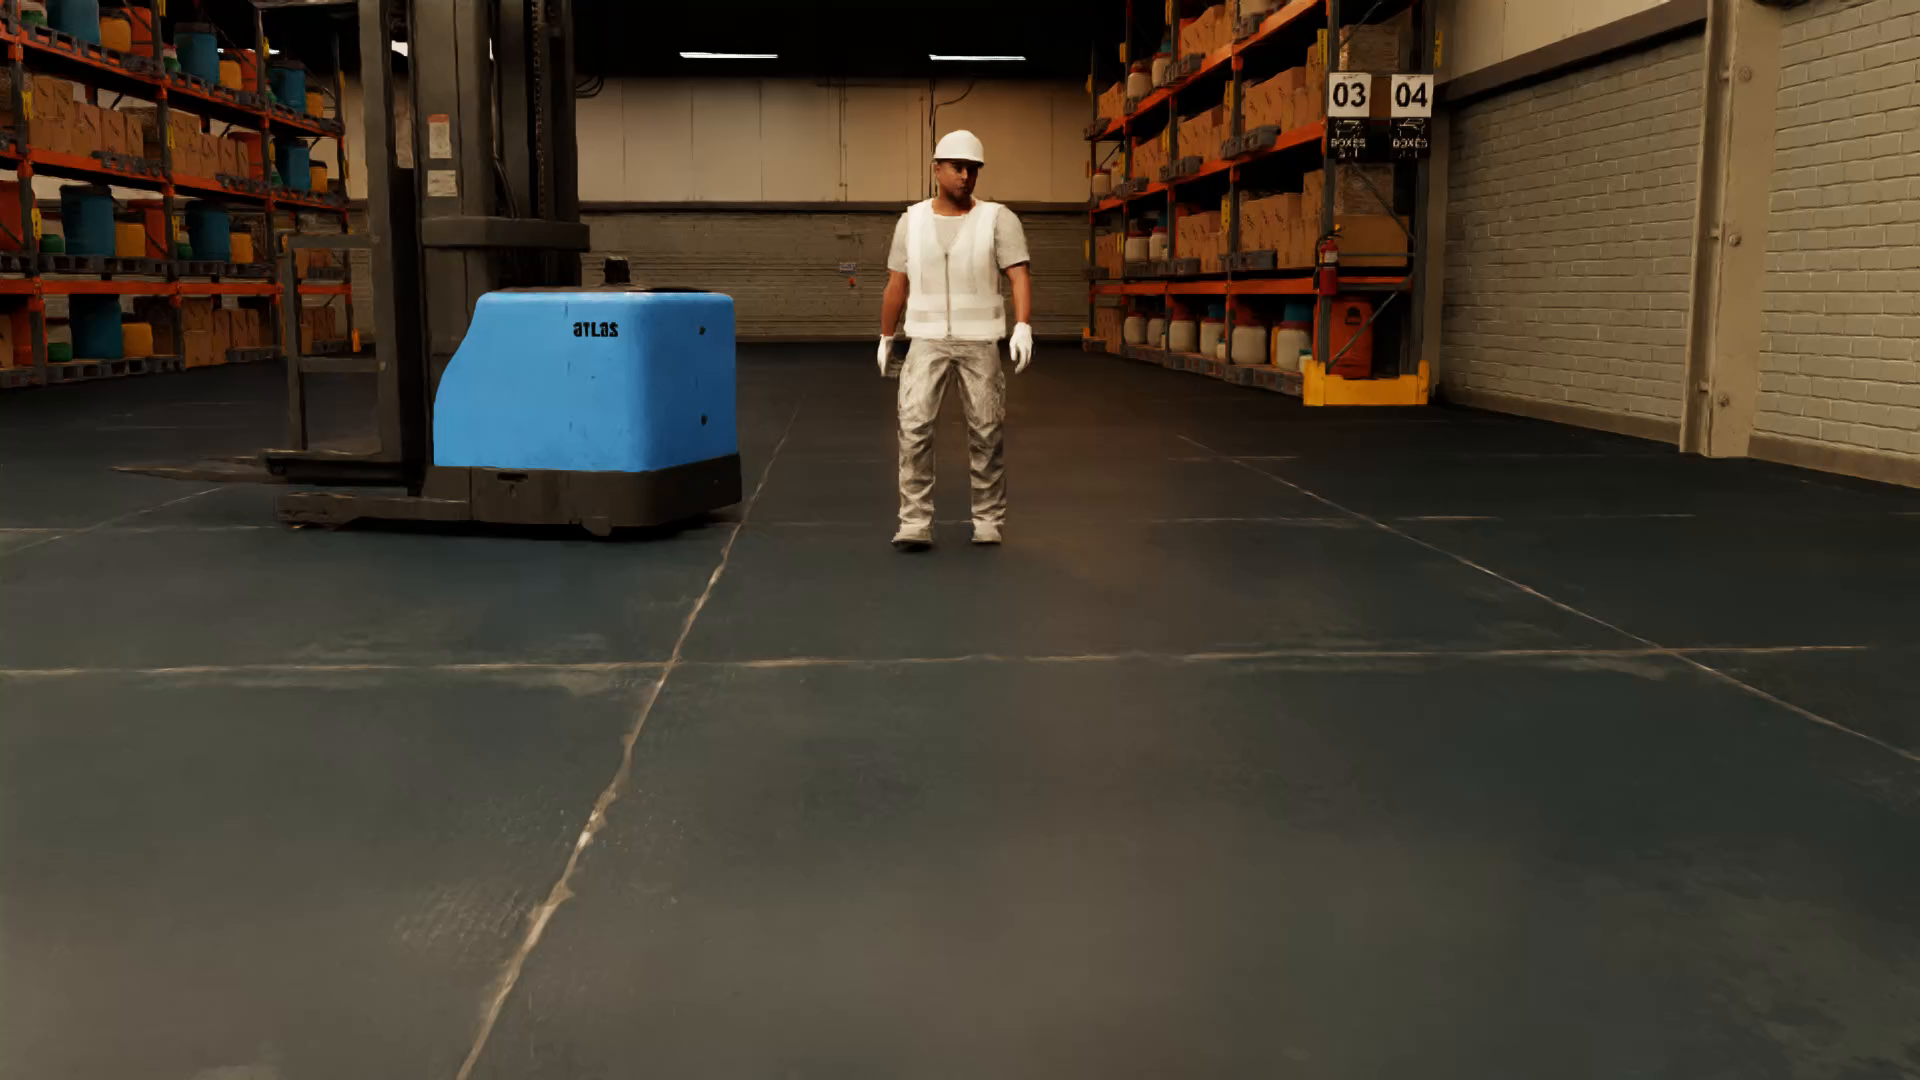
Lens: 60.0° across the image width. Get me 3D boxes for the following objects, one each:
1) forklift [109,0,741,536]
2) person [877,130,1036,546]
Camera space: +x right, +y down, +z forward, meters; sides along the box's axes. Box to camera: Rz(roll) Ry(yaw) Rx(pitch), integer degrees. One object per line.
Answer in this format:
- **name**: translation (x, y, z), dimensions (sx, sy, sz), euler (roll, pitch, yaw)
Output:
- **forklift**: translation (-2.639, -1.566, 7.876), dimensions (3.031, 2.935, 1.130), euler (3, 9, 16)
- **person**: translation (-0.020, -0.836, 7.041), dimensions (0.707, 1.755, 0.587), euler (1, 8, 6)
